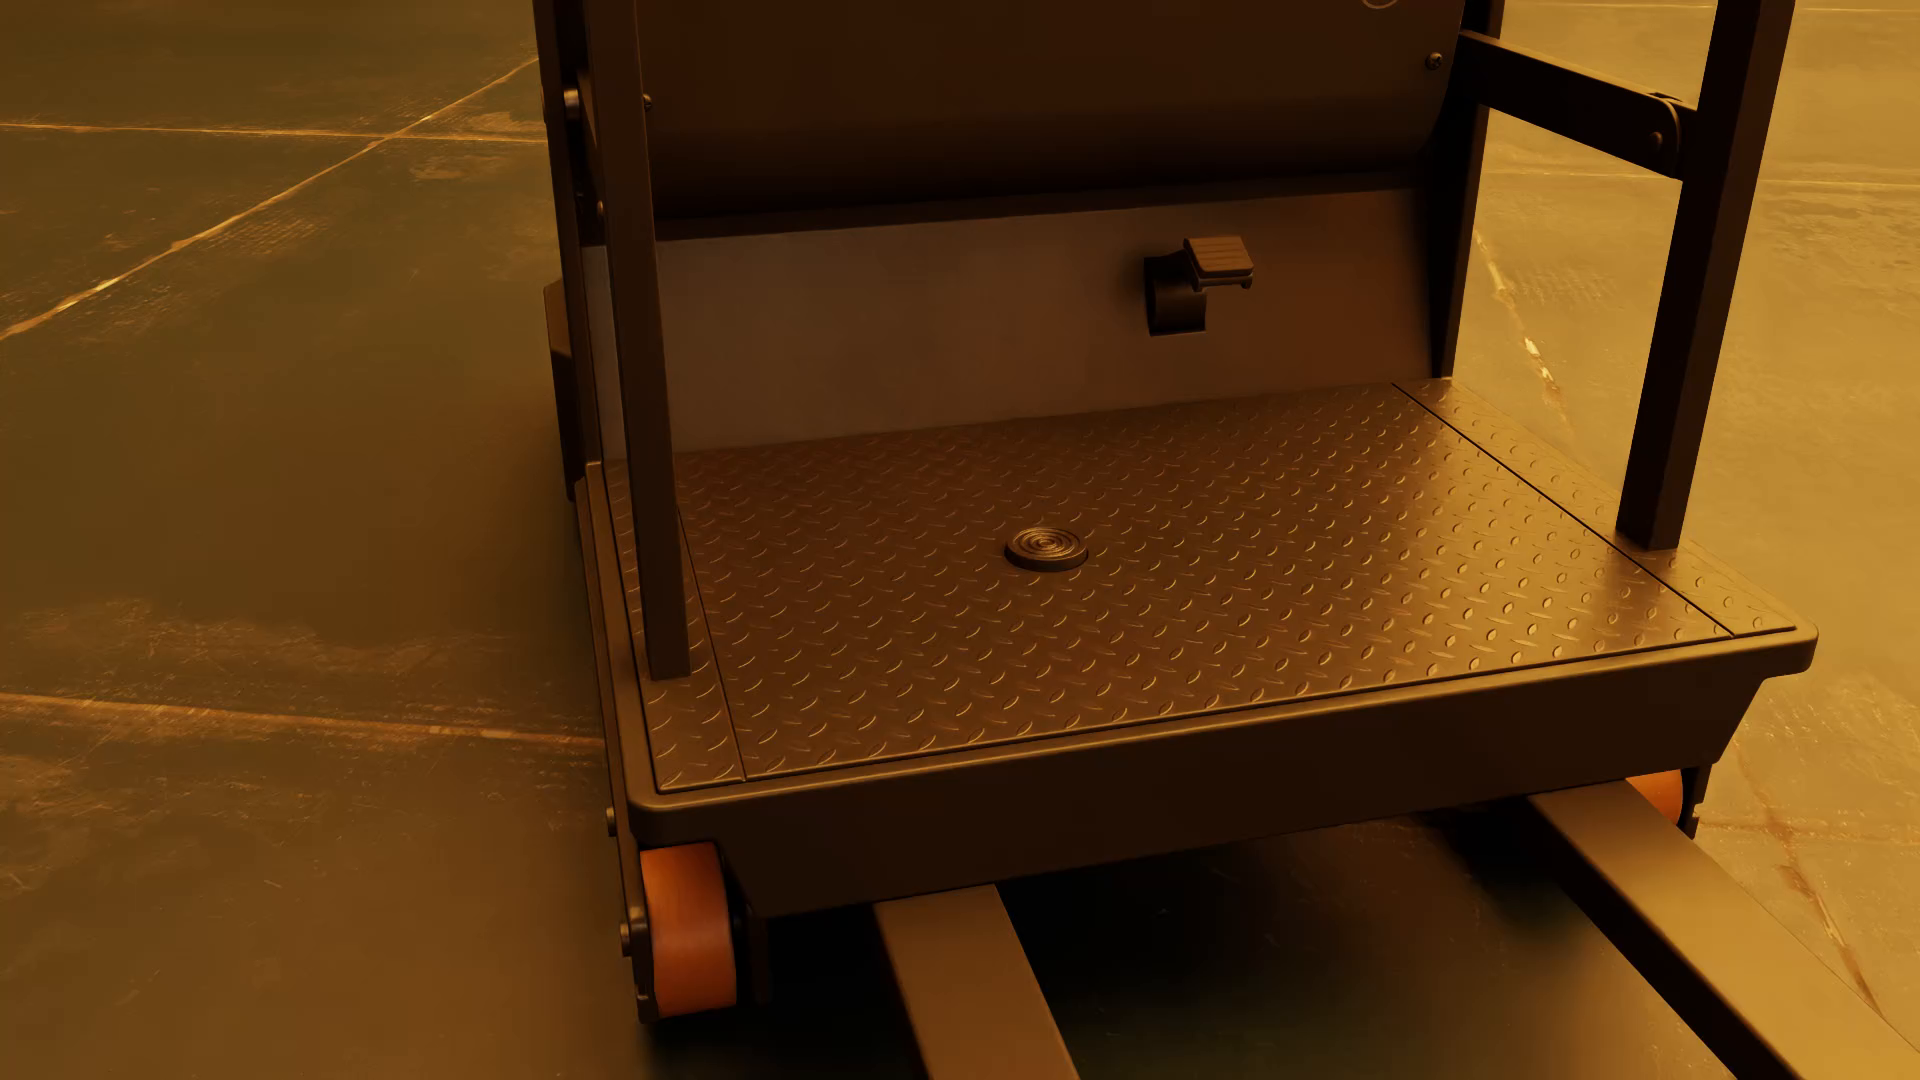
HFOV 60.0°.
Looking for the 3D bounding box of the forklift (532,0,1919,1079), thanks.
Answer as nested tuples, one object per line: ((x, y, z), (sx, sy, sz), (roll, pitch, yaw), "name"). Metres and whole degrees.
((0.153, -1.049, 1.319), (1.130, 2.935, 3.031), (-7, 27, -13), "forklift")
